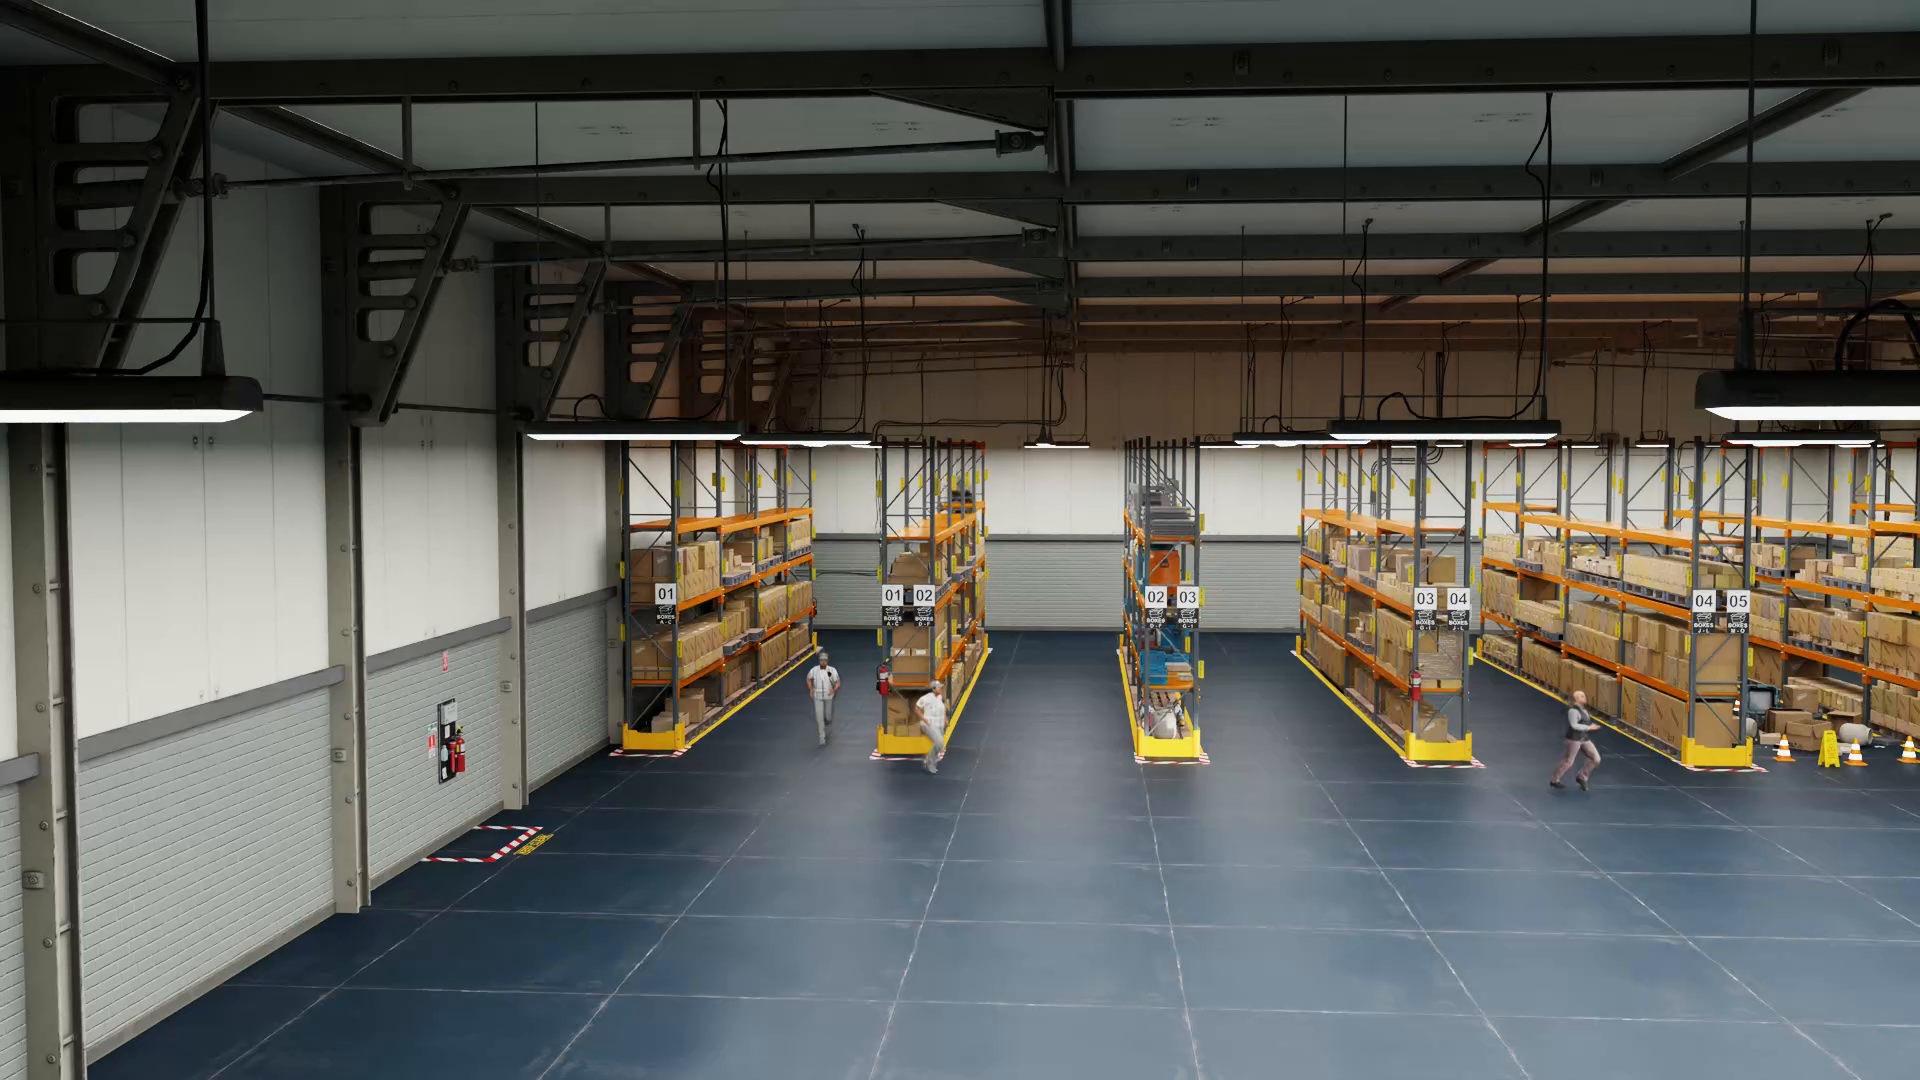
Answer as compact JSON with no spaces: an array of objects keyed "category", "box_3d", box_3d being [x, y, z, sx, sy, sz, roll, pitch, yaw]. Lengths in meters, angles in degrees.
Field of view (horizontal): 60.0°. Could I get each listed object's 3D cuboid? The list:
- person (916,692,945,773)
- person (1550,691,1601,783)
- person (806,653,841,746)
[{"category":"person","box_3d":[-0.436,3.423,29.589,0.591,1.429,0.591,3,4,40]},{"category":"person","box_3d":[10.348,3.305,27.839,0.661,1.591,0.861,-3,4,-42]},{"category":"person","box_3d":[-2.689,3.100,32.748,0.676,1.780,0.920,0,3,-4]}]
